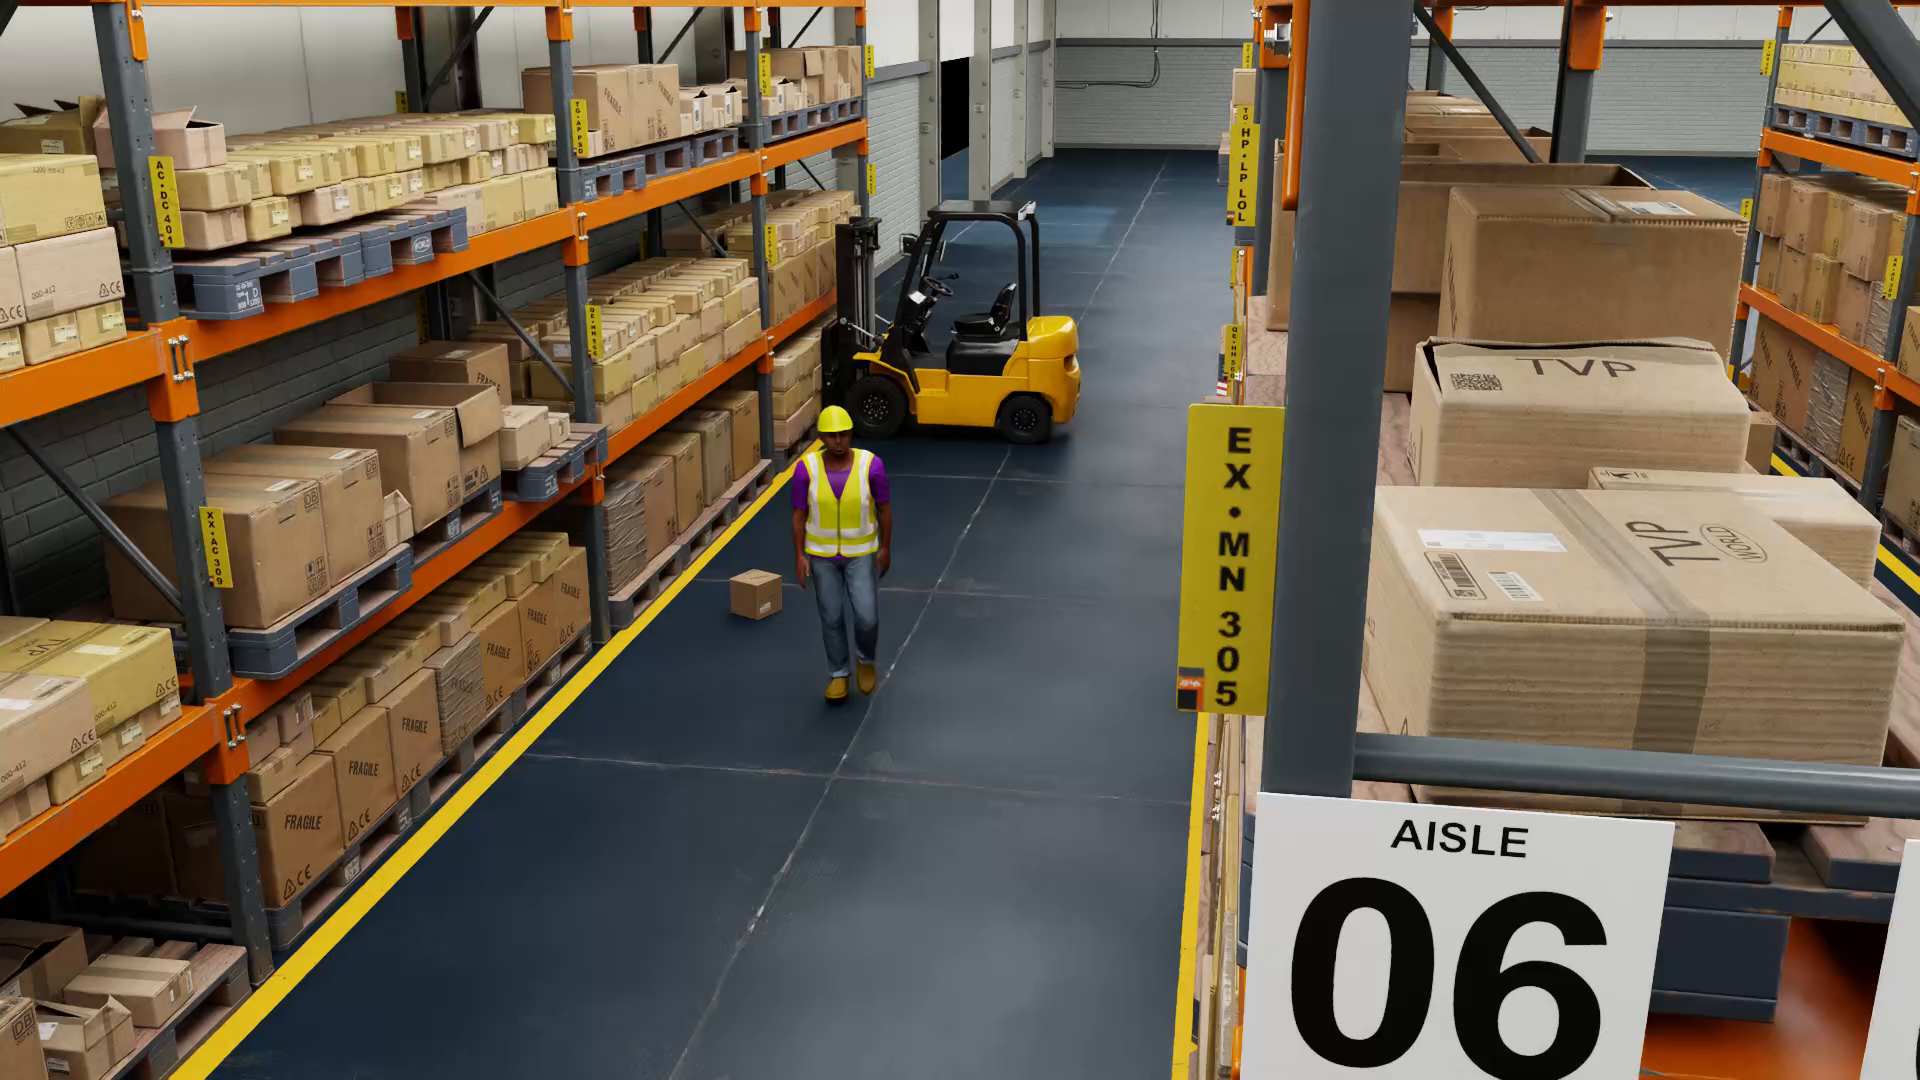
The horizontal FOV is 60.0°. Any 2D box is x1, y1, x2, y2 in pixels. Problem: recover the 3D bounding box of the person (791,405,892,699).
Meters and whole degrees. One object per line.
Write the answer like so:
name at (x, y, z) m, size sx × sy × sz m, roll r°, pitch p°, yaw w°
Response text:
person at (-0.687, 0.090, 9.668) m, size 0.580 × 1.775 × 0.449 m, roll 0°, pitch 18°, yaw 1°
